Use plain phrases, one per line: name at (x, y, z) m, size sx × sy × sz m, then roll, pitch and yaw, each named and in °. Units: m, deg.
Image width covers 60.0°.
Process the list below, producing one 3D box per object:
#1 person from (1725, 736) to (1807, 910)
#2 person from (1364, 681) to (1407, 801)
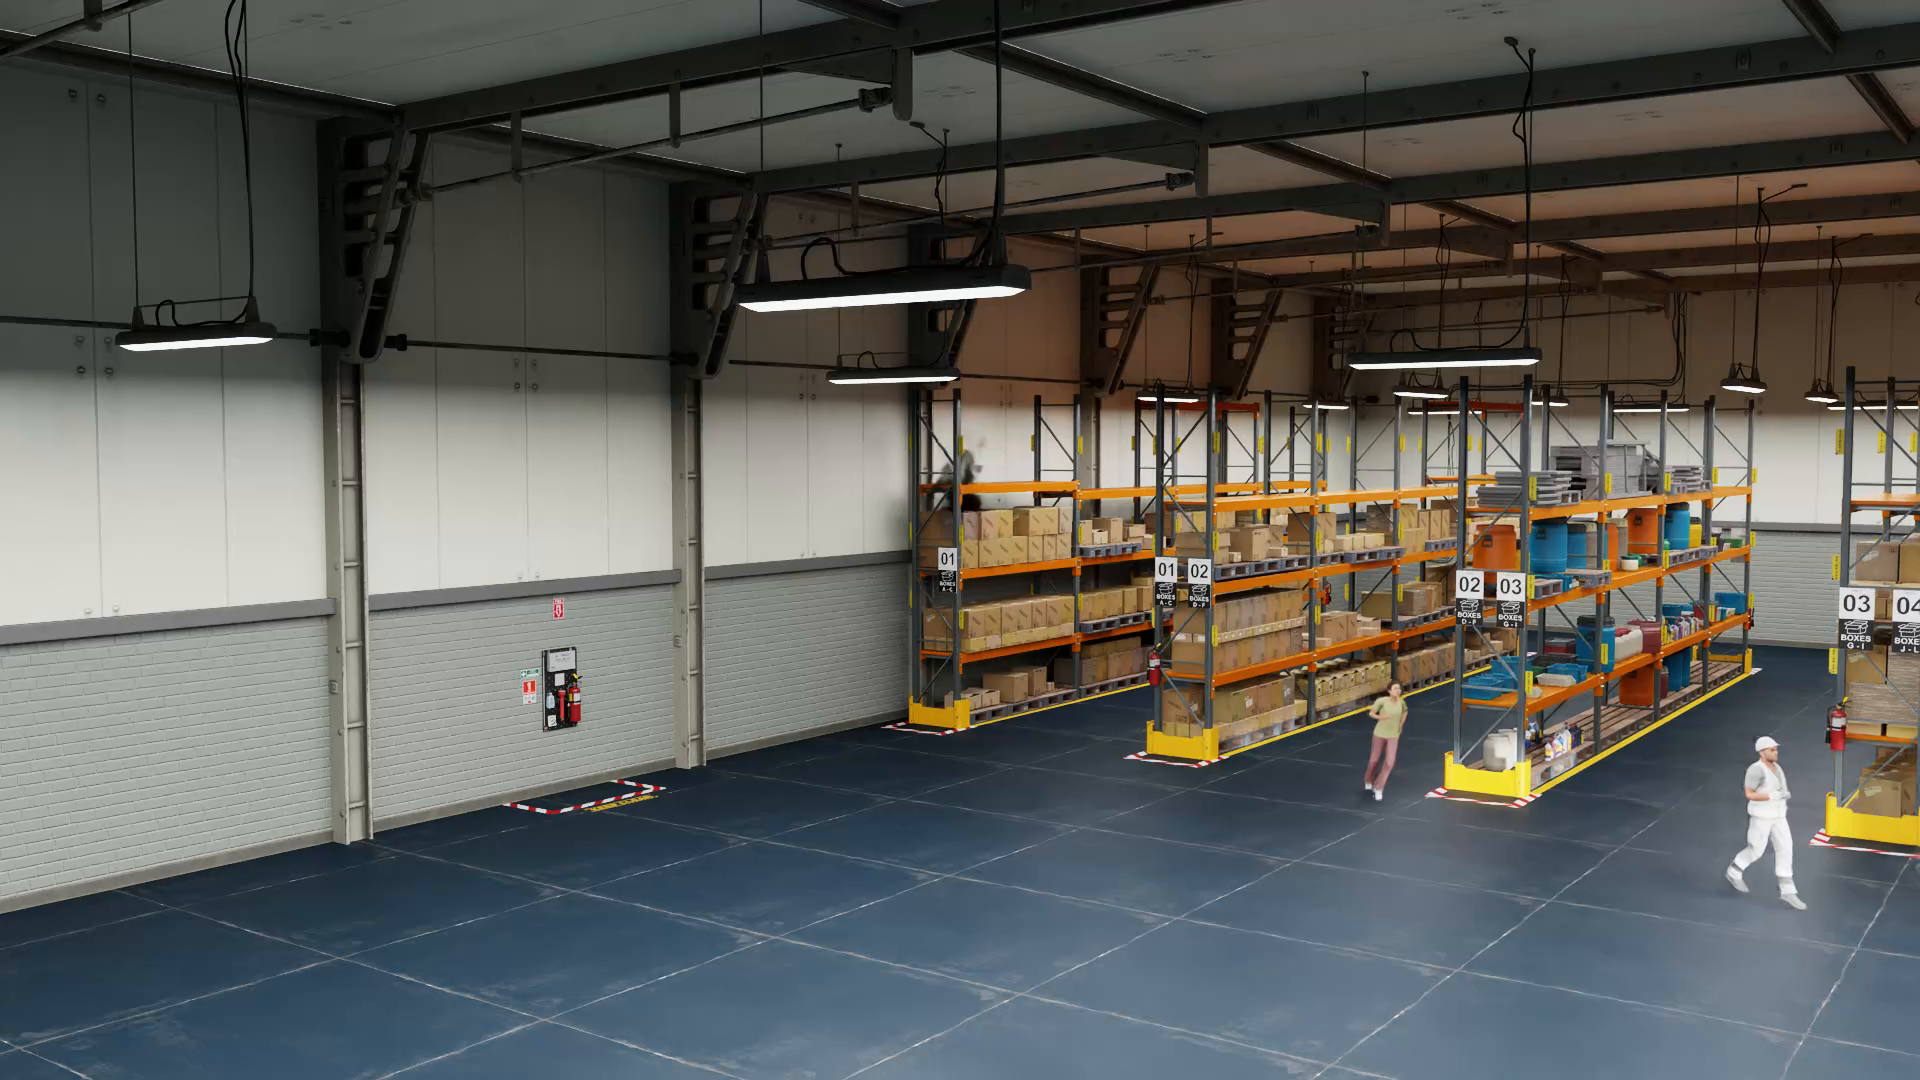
person at (8.797, 3.046, 18.150) m, size 0.648 × 1.809 × 0.920 m, roll -2°, pitch 4°, yaw -25°
person at (6.112, 2.831, 23.724) m, size 0.587 × 1.684 × 0.700 m, roll 0°, pitch 3°, yaw 4°
